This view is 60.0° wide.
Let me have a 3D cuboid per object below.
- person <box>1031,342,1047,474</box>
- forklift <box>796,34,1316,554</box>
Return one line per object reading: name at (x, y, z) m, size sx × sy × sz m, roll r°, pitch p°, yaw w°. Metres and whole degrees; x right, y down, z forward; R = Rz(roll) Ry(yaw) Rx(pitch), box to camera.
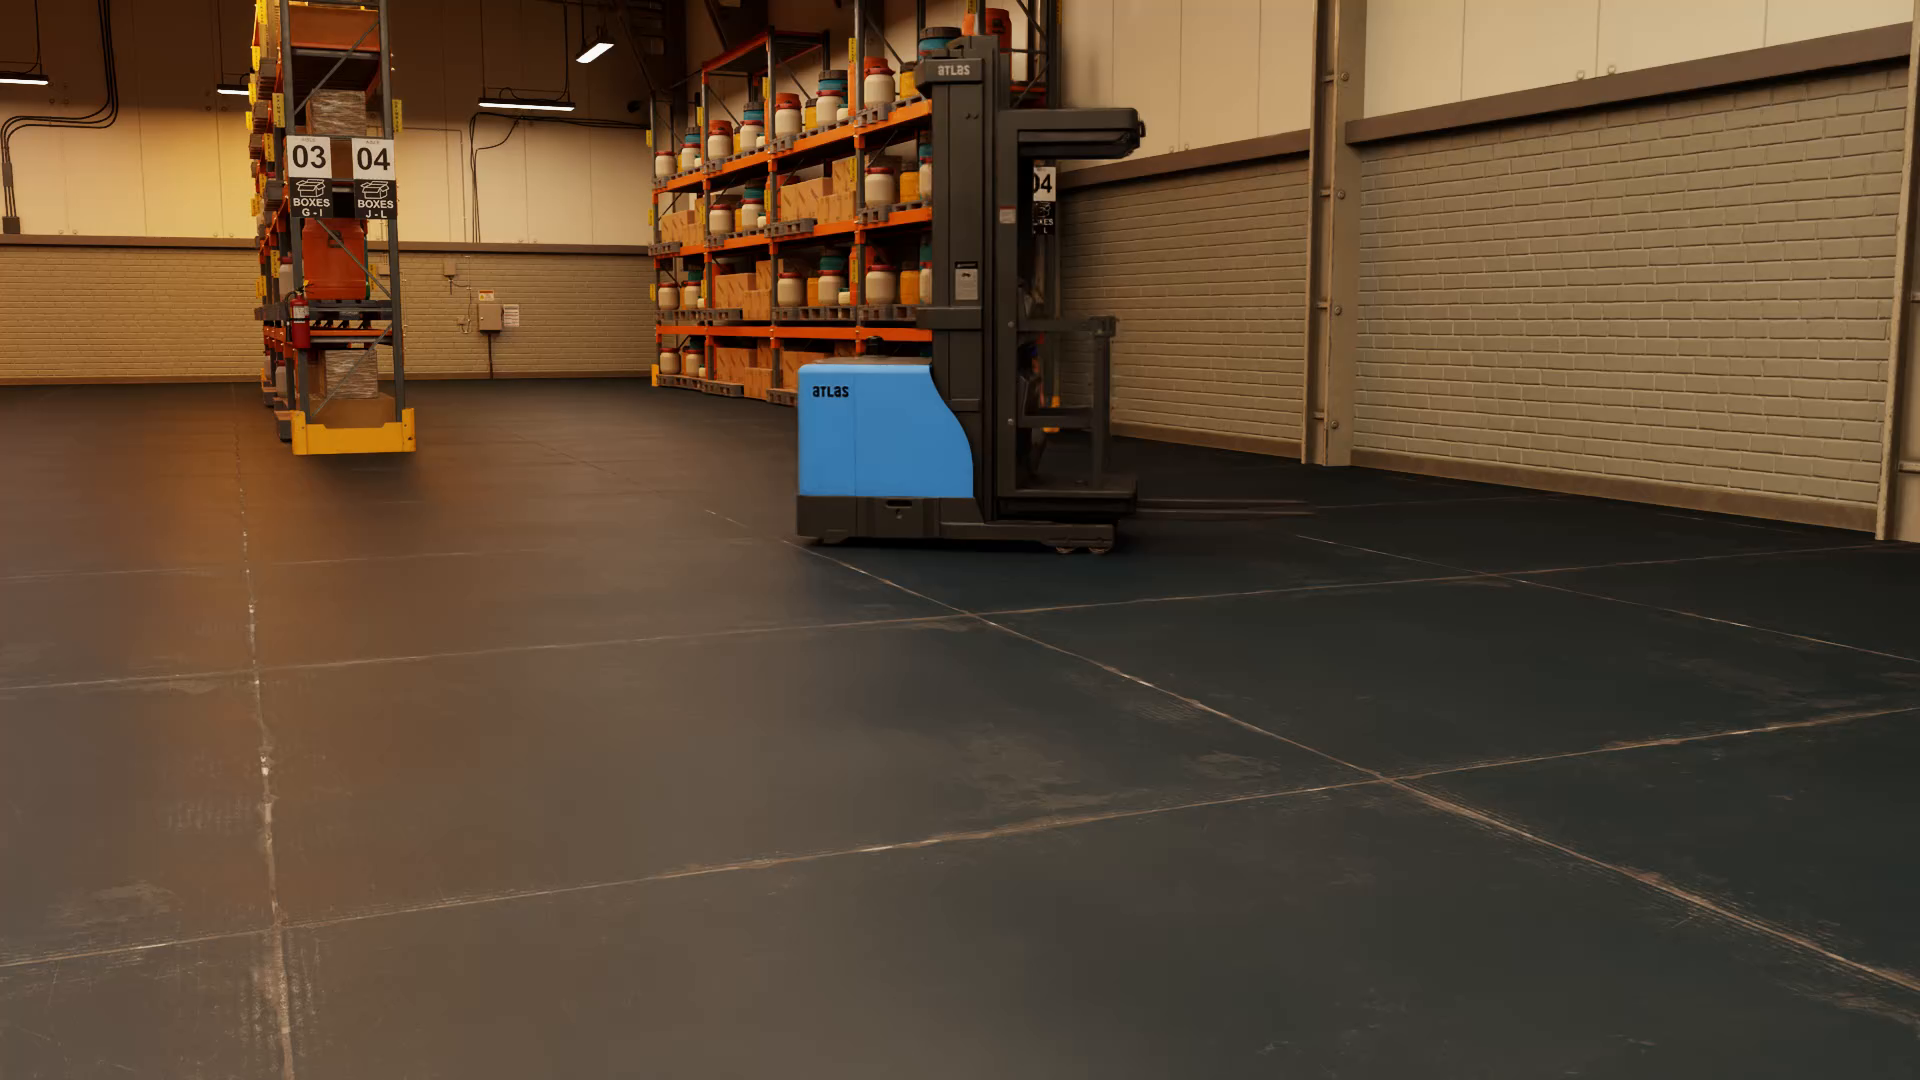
person at (0.324, -1.176, 13.134) m, size 0.817 × 1.606 × 0.470 m, roll -2°, pitch 8°, yaw -15°
forklift at (0.588, -1.448, 9.922) m, size 3.031 × 2.935 × 1.130 m, roll 1°, pitch 8°, yaw 7°
